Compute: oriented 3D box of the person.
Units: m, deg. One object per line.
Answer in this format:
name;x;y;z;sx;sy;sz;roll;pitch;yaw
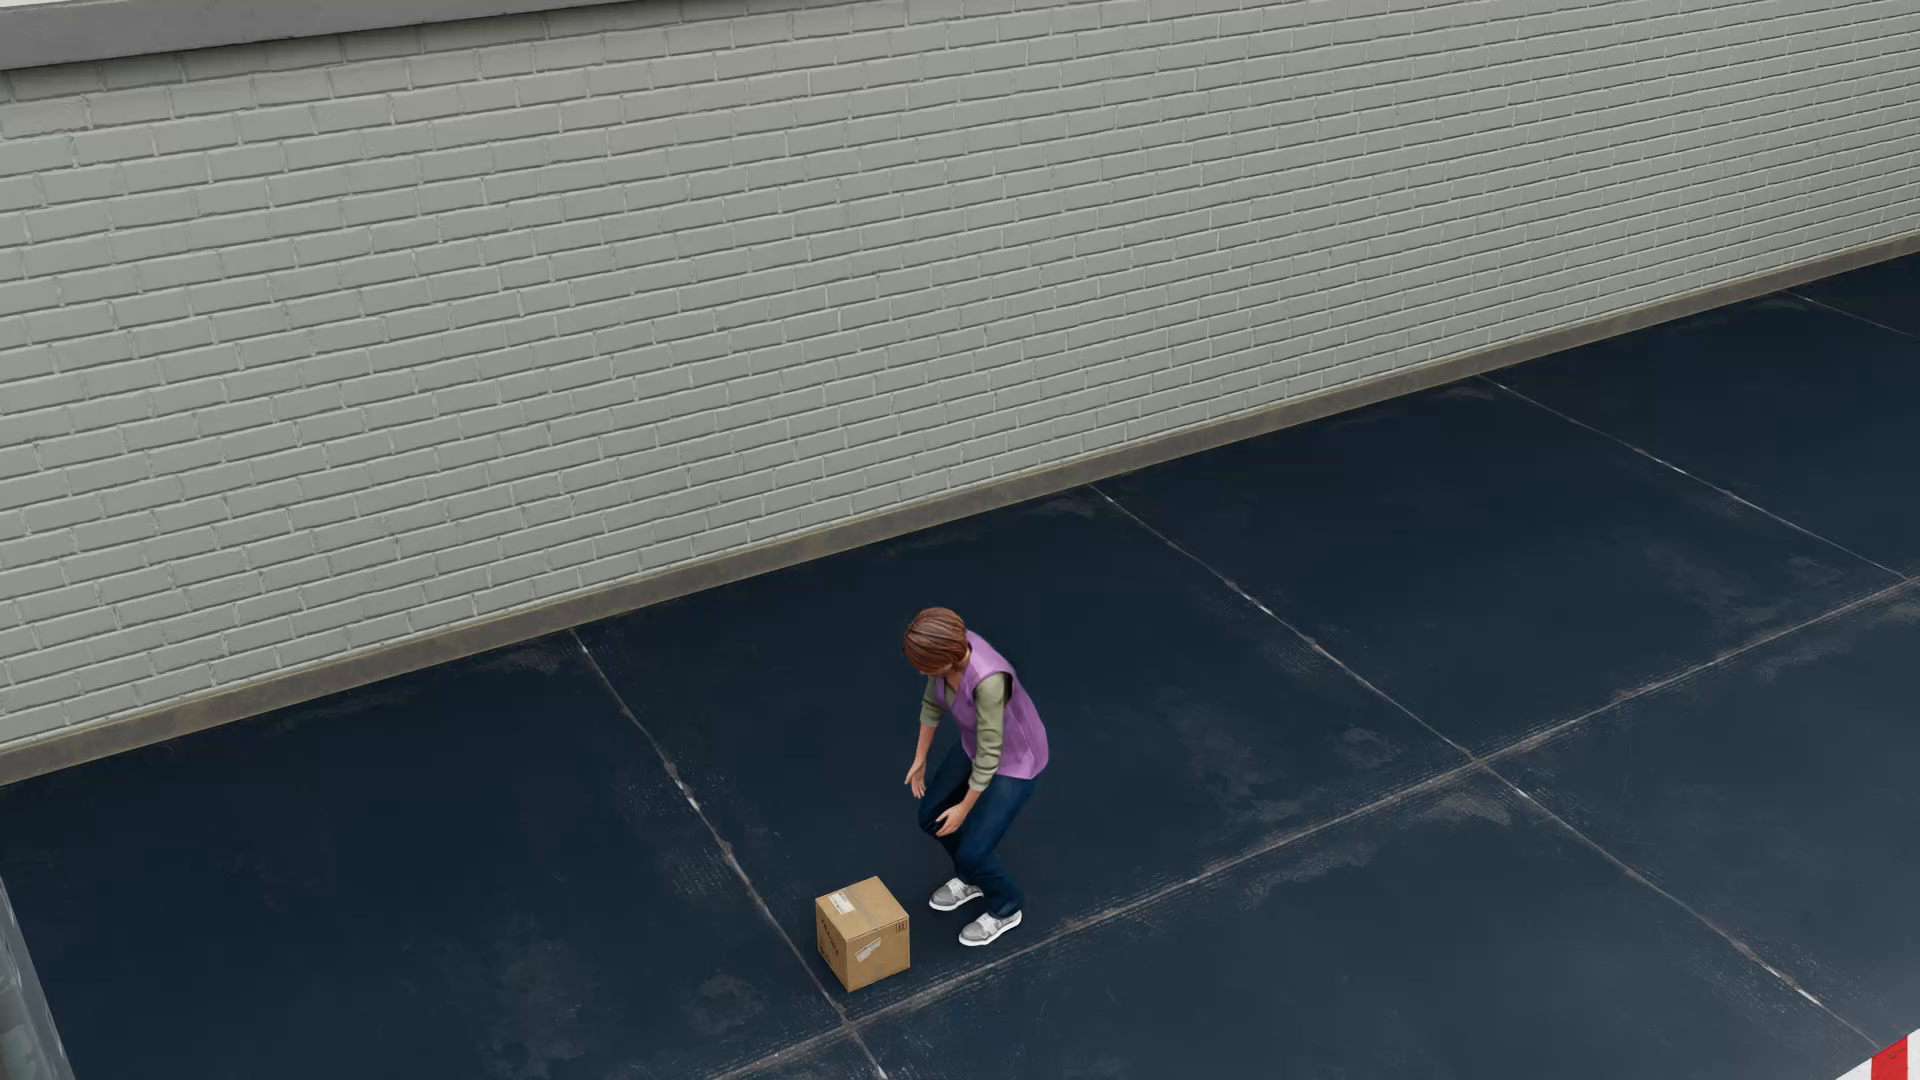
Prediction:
person;0.058;0.824;5.883;0.560;1.404;0.456;-16;33;-26
